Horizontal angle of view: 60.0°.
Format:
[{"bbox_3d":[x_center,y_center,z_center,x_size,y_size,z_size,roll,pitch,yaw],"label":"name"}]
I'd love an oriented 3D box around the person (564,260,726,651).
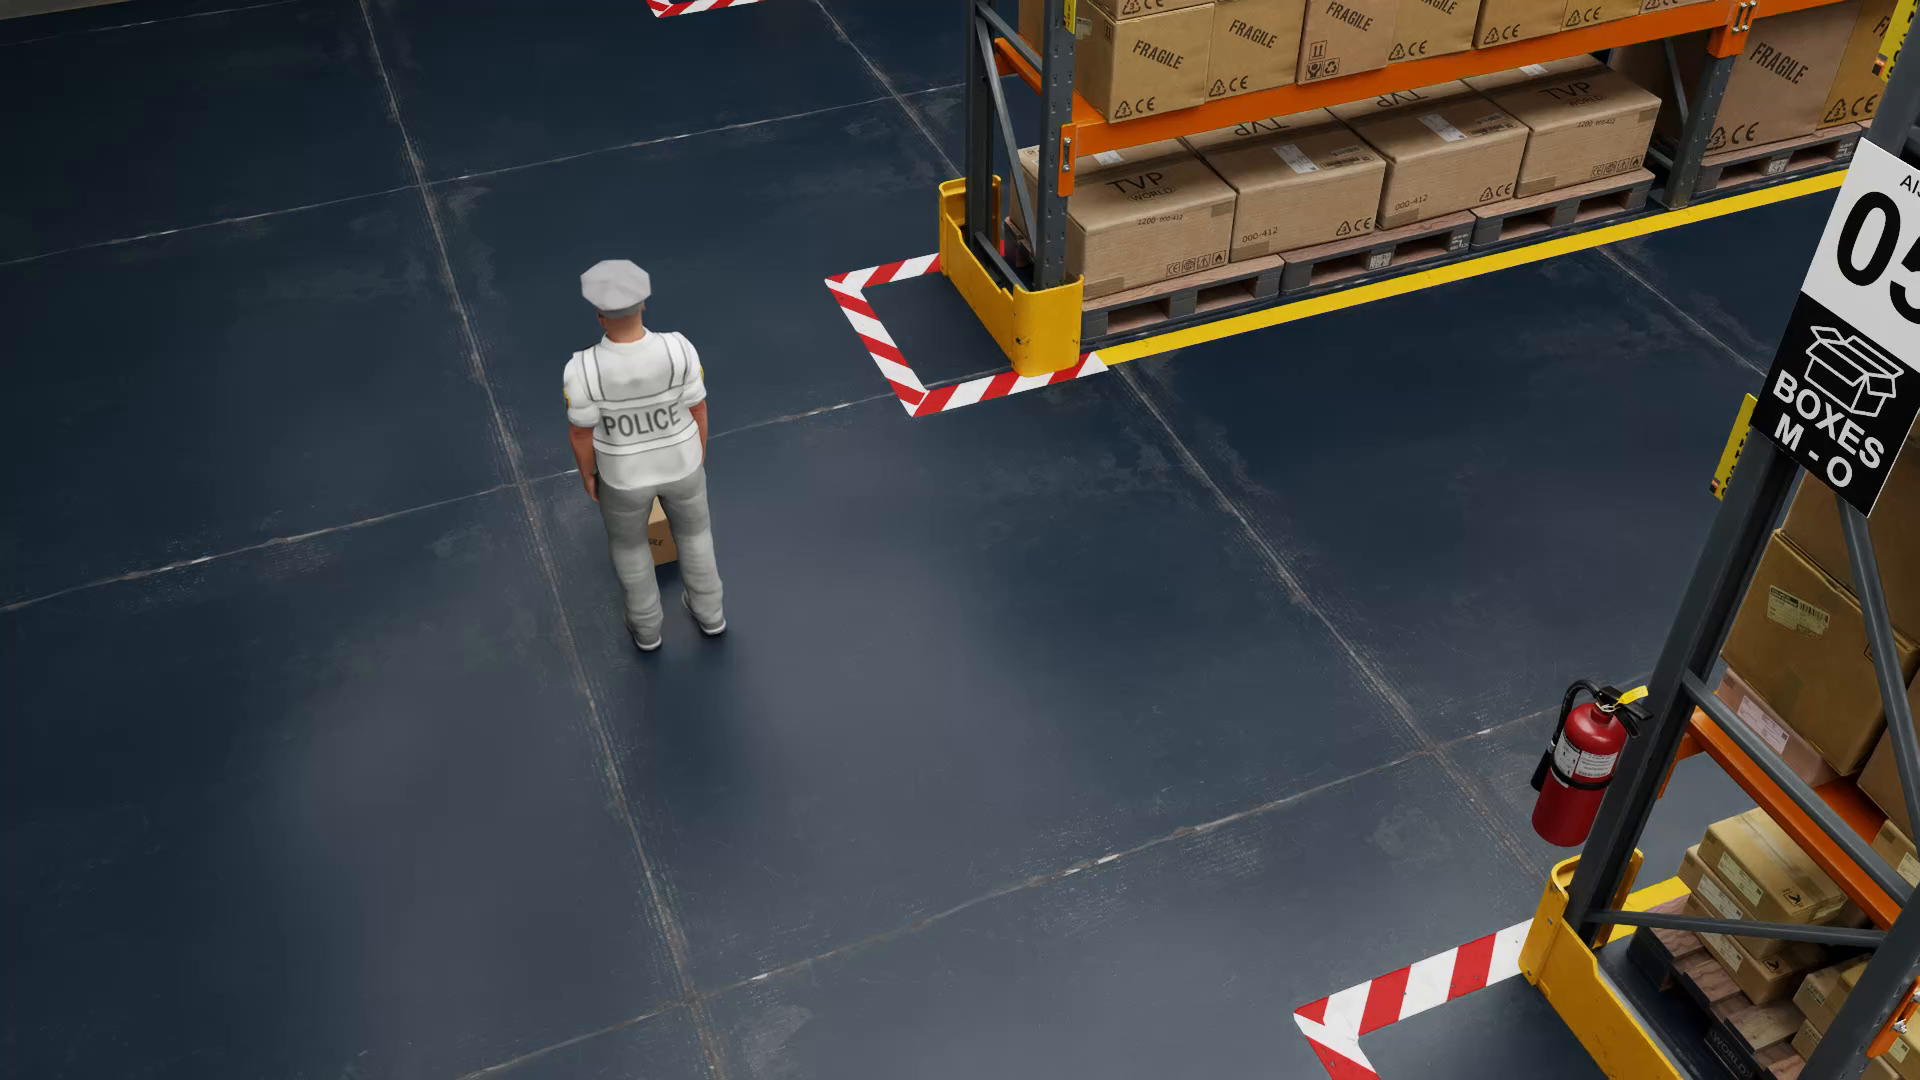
[{"bbox_3d":[-1.236,-0.304,6.503,0.528,1.756,0.393,-14,43,-16],"label":"person"}]
